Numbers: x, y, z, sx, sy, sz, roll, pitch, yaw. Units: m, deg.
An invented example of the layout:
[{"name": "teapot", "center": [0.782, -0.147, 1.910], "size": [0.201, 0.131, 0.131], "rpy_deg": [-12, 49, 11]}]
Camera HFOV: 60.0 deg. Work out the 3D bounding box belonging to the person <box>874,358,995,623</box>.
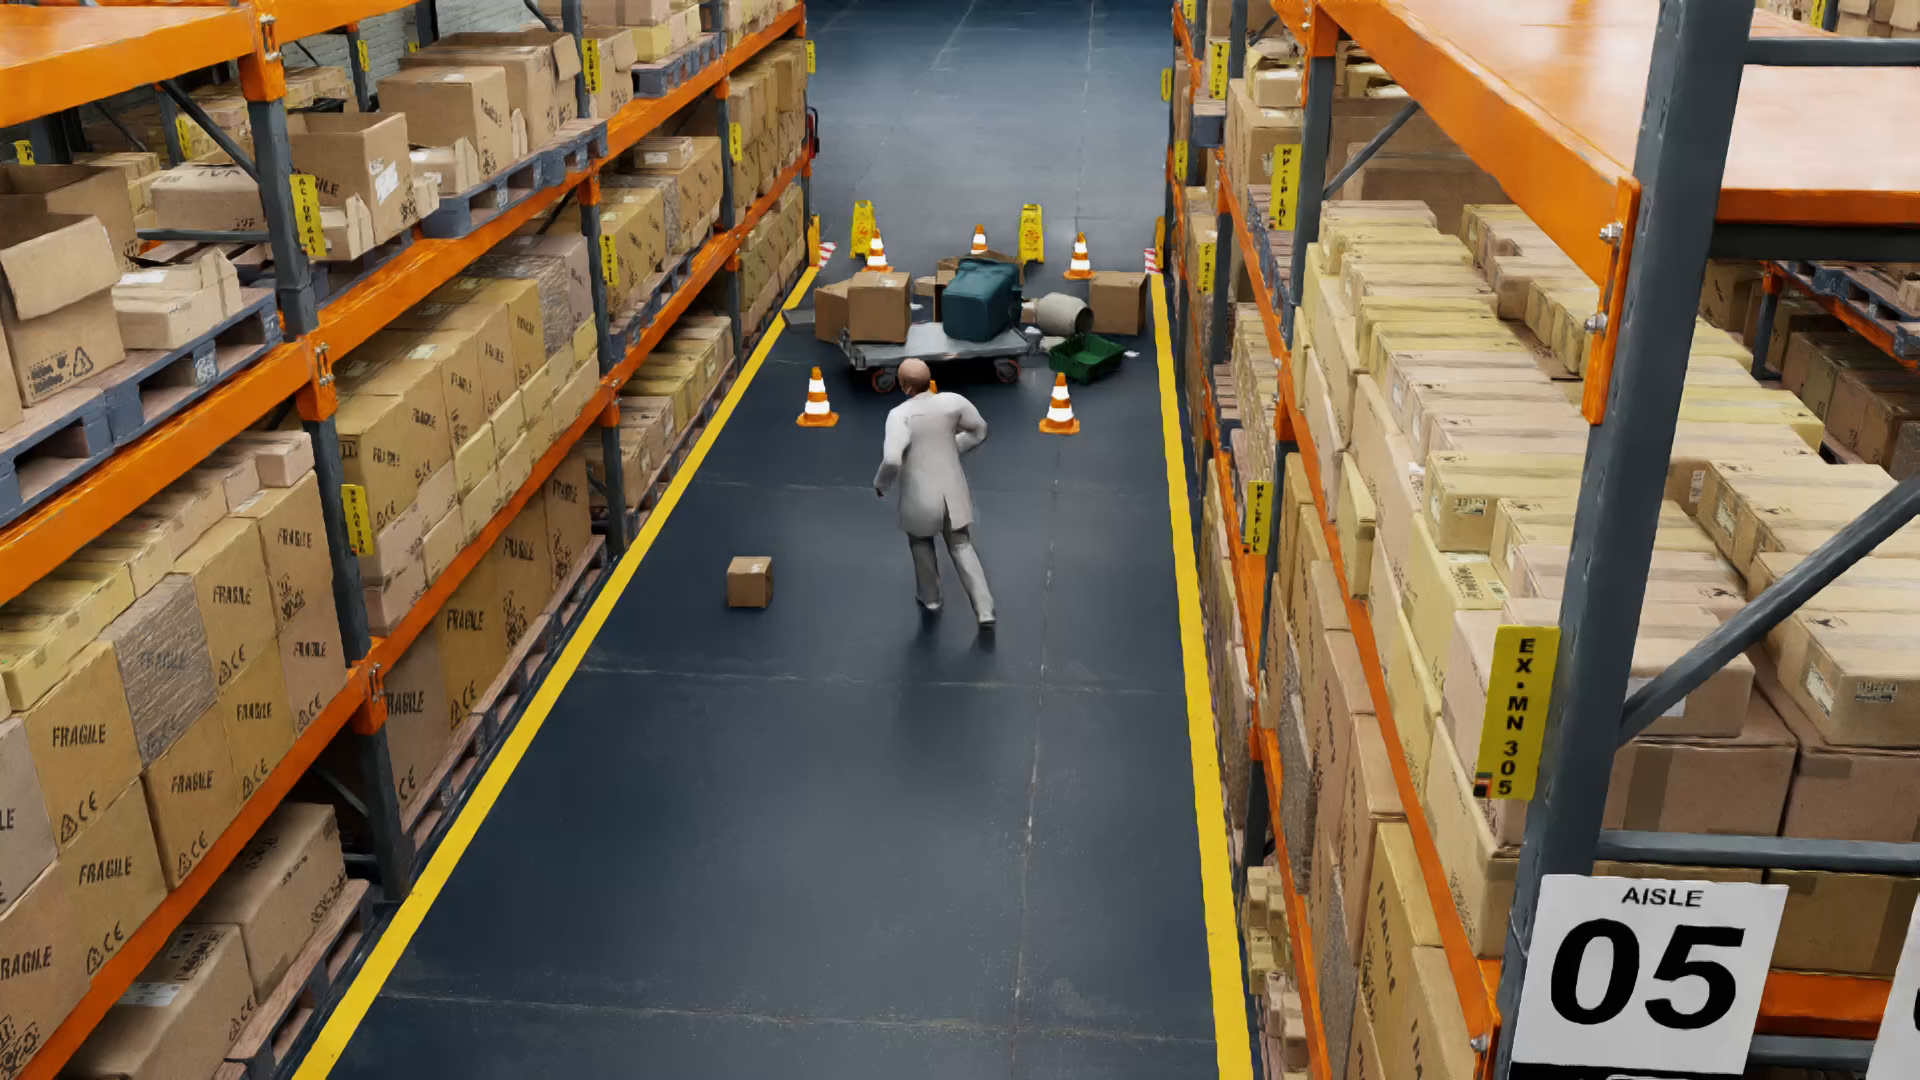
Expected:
[{"name": "person", "center": [-0.196, -0.281, 10.226], "size": [0.769, 1.763, 0.894], "rpy_deg": [-12, 27, -24]}]
